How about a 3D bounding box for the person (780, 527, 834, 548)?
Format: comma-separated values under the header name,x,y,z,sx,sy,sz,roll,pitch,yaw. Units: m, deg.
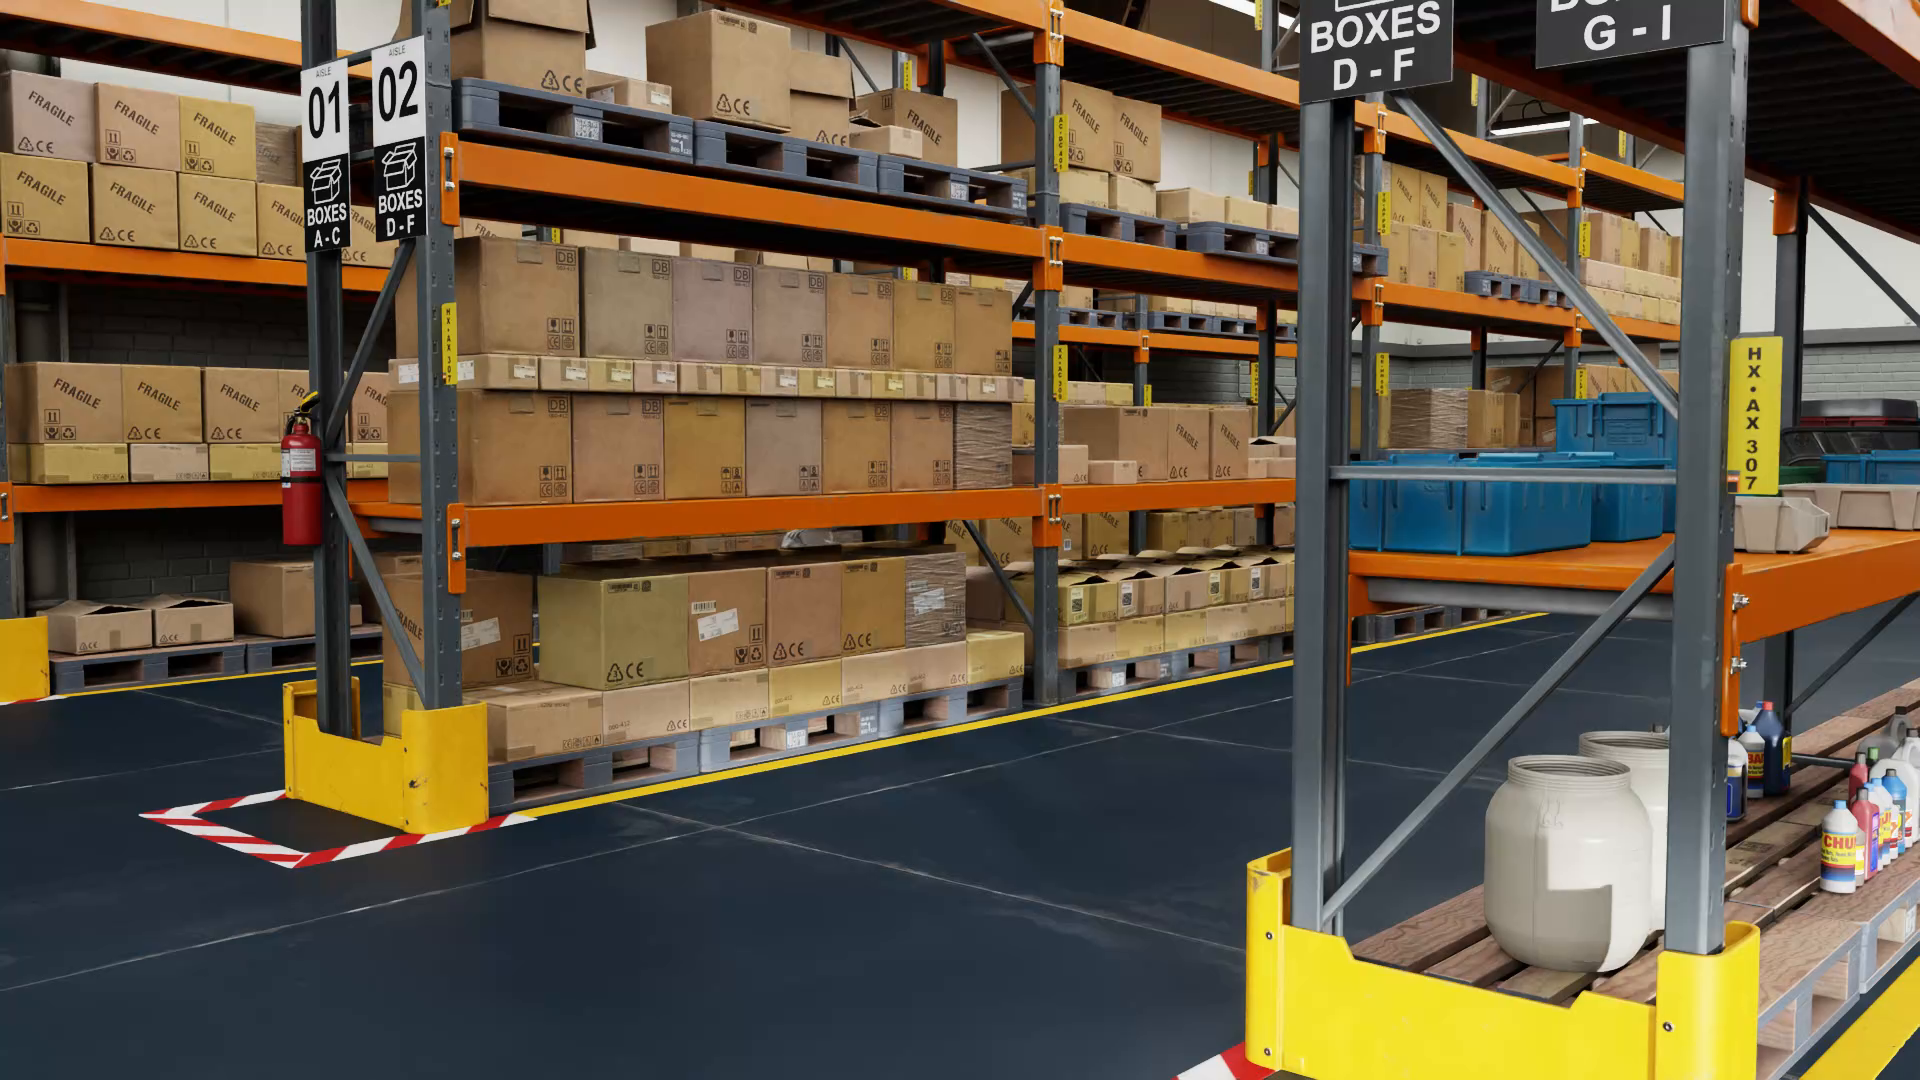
name,x,y,z,sx,sy,sz,roll,pitch,yaw
person,-1.249,-0.076,12.548,0.719,1.767,0.740,-2,4,-28
